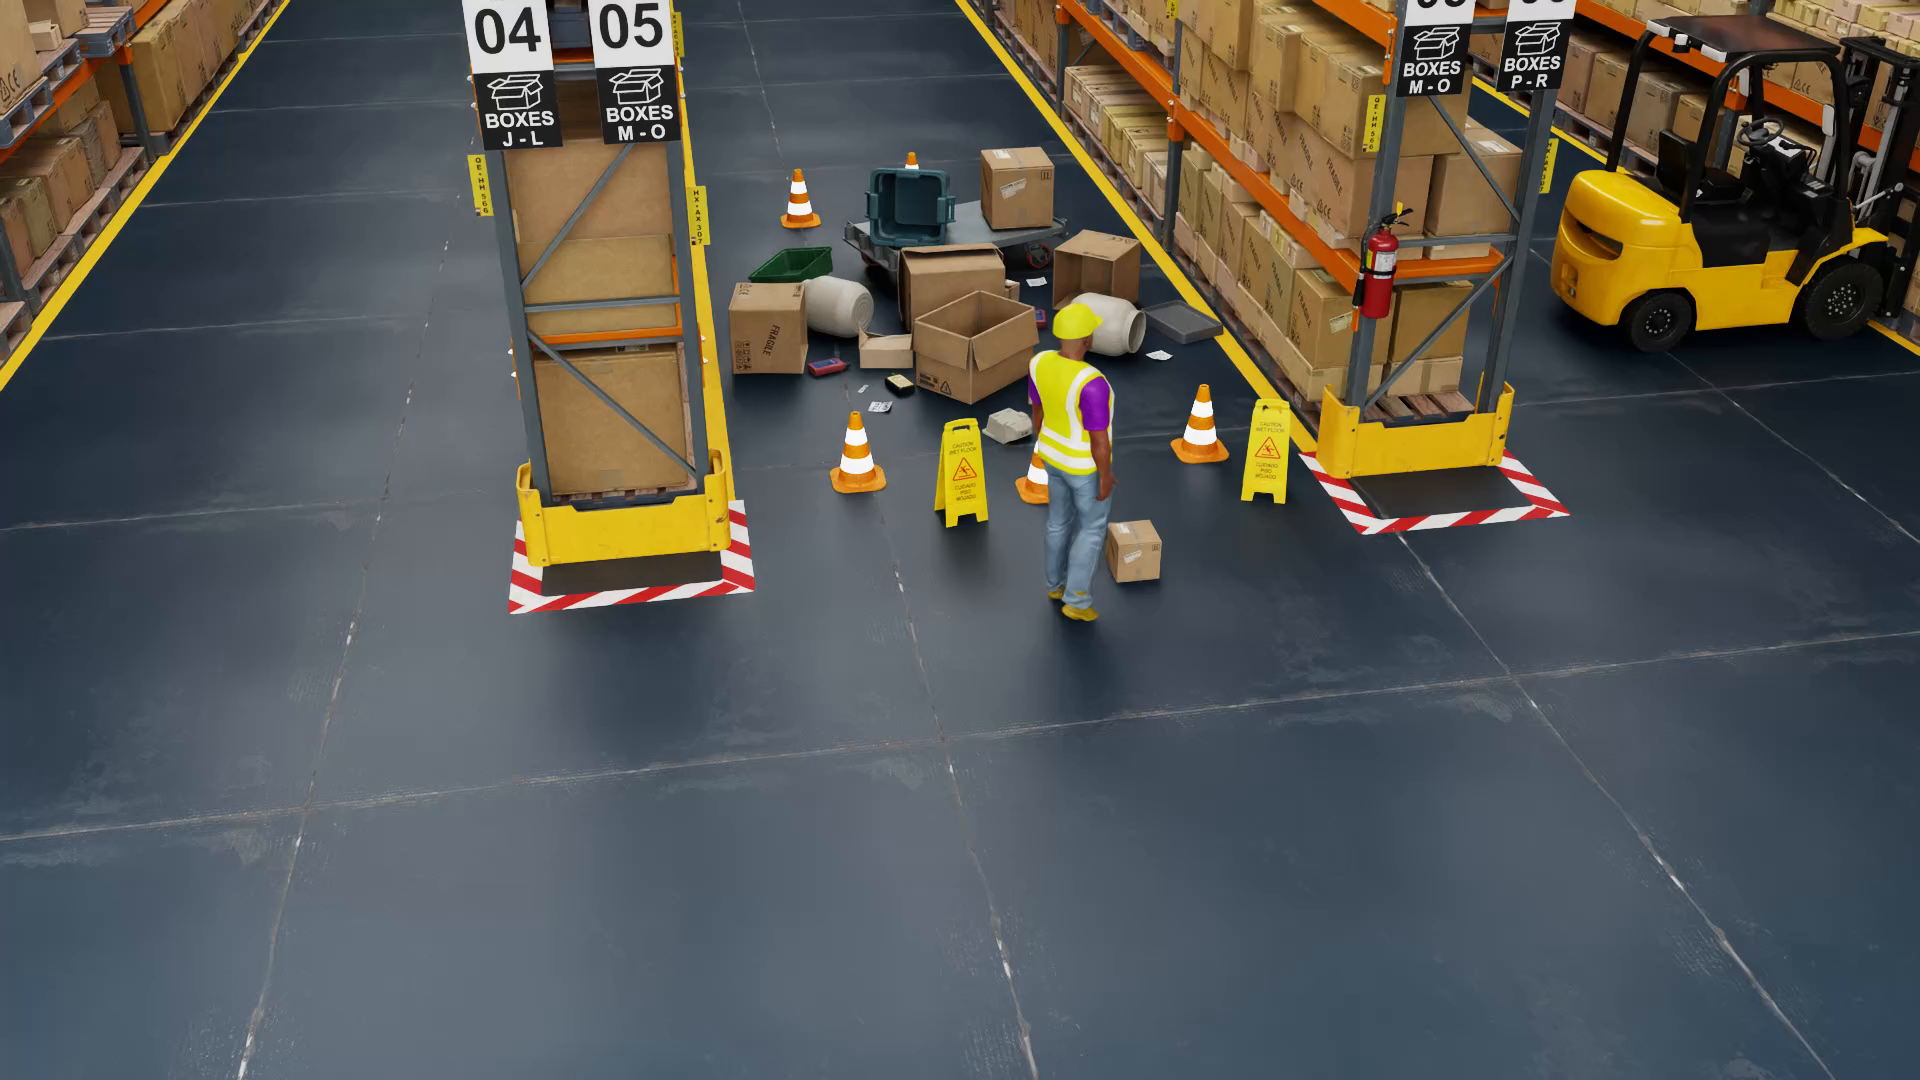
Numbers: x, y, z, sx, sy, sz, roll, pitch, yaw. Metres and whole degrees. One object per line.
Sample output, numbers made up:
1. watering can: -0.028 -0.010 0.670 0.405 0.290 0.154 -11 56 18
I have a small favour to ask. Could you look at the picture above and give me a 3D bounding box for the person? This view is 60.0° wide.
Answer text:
1. person: 0.625 -0.406 8.877 0.418 1.849 0.577 -22 37 -33
